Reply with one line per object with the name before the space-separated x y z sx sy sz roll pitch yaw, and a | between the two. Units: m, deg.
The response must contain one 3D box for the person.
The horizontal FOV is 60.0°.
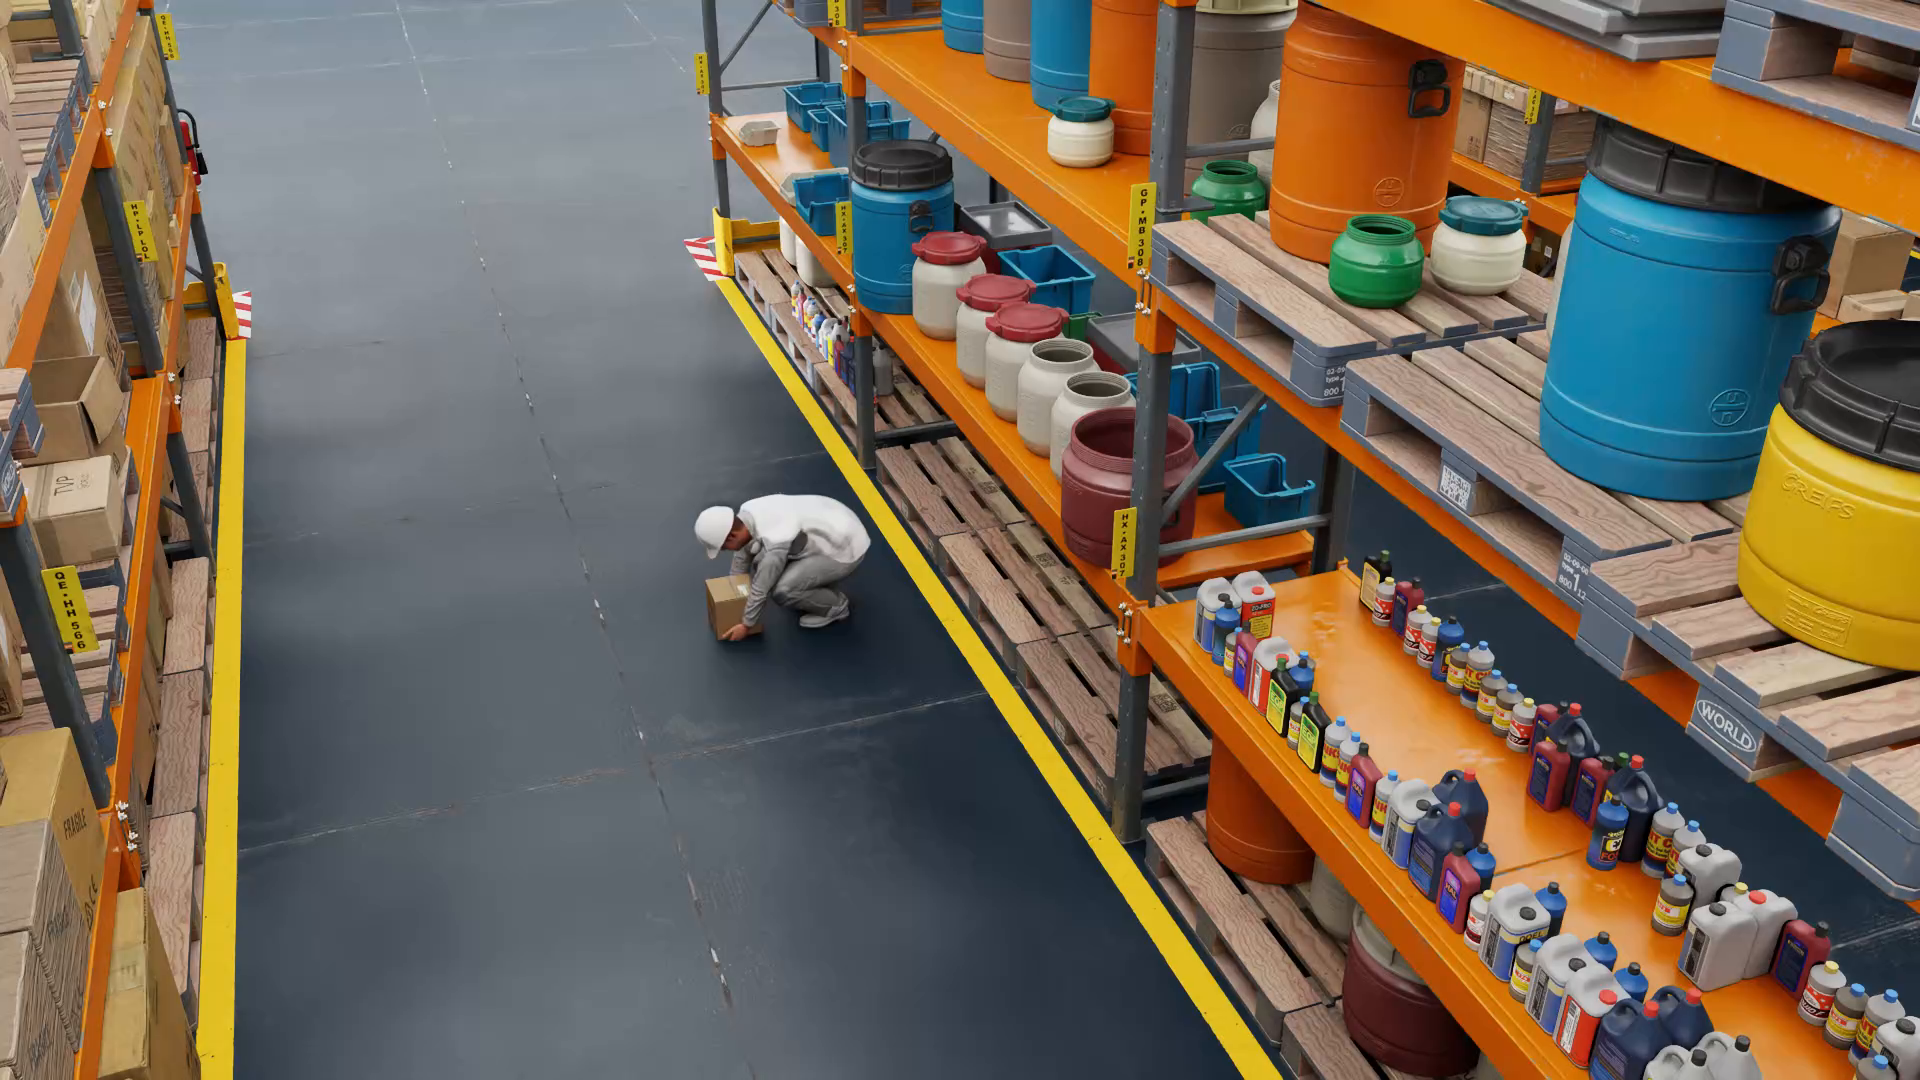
person | -0.975 0.126 9.187 0.958 0.868 0.525 -11 31 -18
